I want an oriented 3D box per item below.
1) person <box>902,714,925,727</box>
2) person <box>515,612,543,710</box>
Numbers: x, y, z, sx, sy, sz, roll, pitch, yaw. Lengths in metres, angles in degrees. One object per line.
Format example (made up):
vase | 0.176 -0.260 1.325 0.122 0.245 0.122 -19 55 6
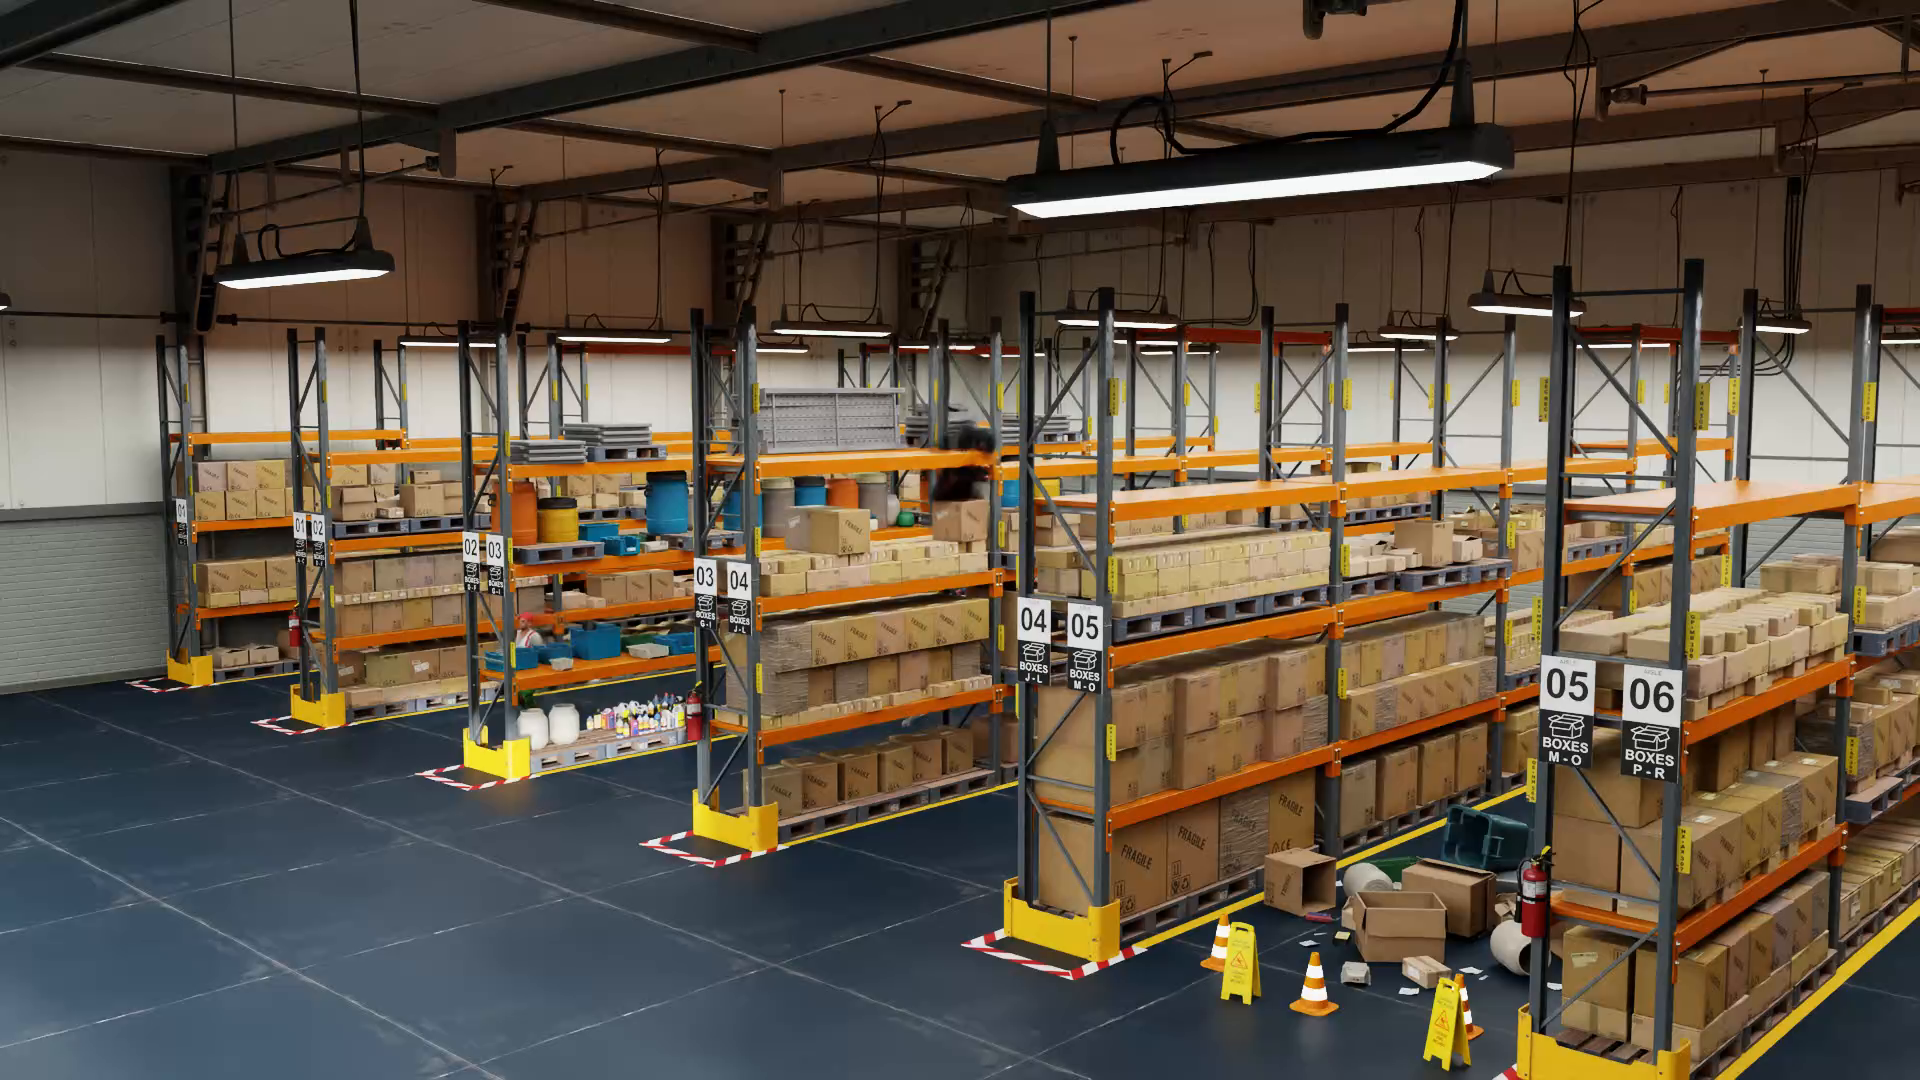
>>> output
person | -0.667 1.756 24.141 0.608 1.782 0.858 4 7 39
person | -6.544 1.949 24.886 0.656 1.738 0.586 3 6 29
